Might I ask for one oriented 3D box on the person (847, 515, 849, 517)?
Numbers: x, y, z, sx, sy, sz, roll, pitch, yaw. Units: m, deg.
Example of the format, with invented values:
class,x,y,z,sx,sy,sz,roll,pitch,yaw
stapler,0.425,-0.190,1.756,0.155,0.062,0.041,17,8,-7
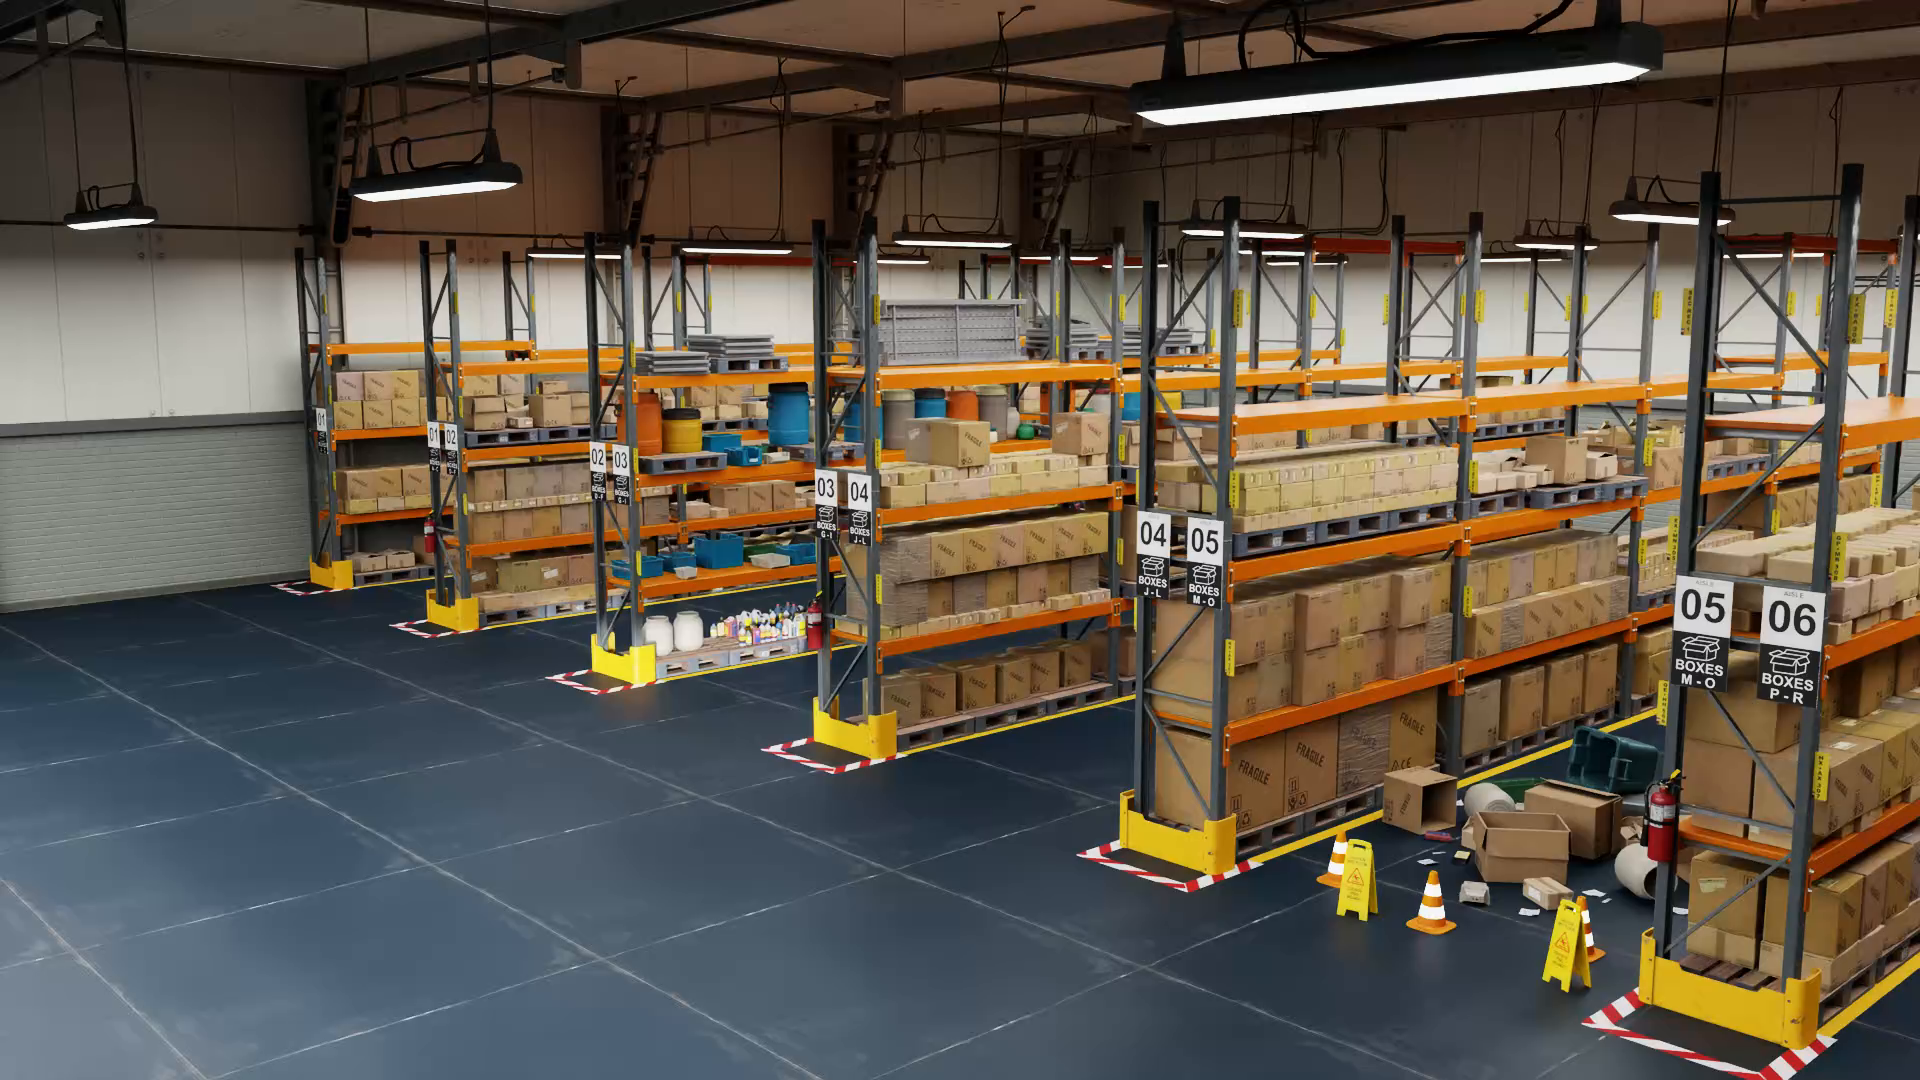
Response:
class,x,y,z,sx,sy,sz,roll,pitch,yaw
person,-2.142,-0.786,34.962,0.640,1.678,0.629,-8,12,-44
